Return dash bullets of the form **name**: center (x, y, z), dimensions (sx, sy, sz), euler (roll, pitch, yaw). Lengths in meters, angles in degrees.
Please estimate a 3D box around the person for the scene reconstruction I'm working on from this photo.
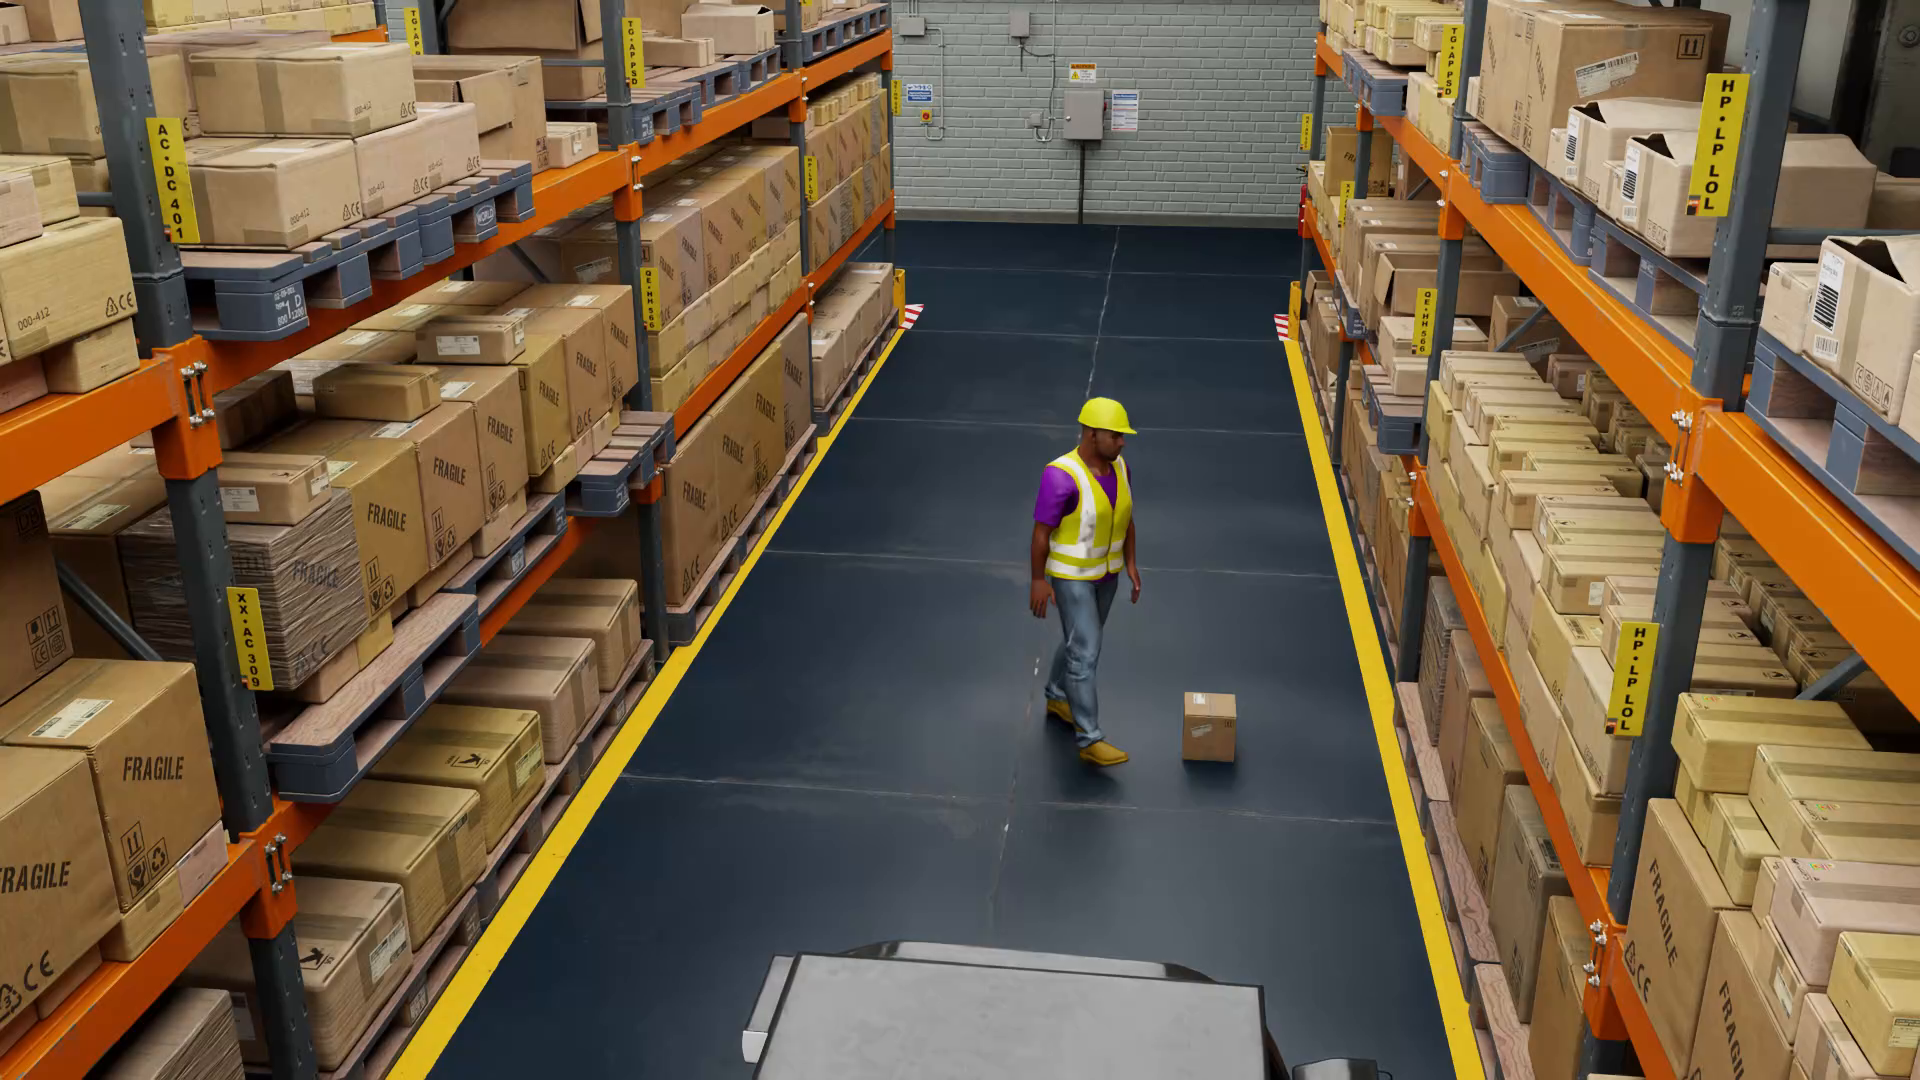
- **person**: center (0.663, 0.174, 8.056), dimensions (0.782, 1.743, 0.614), euler (20, 28, 41)
